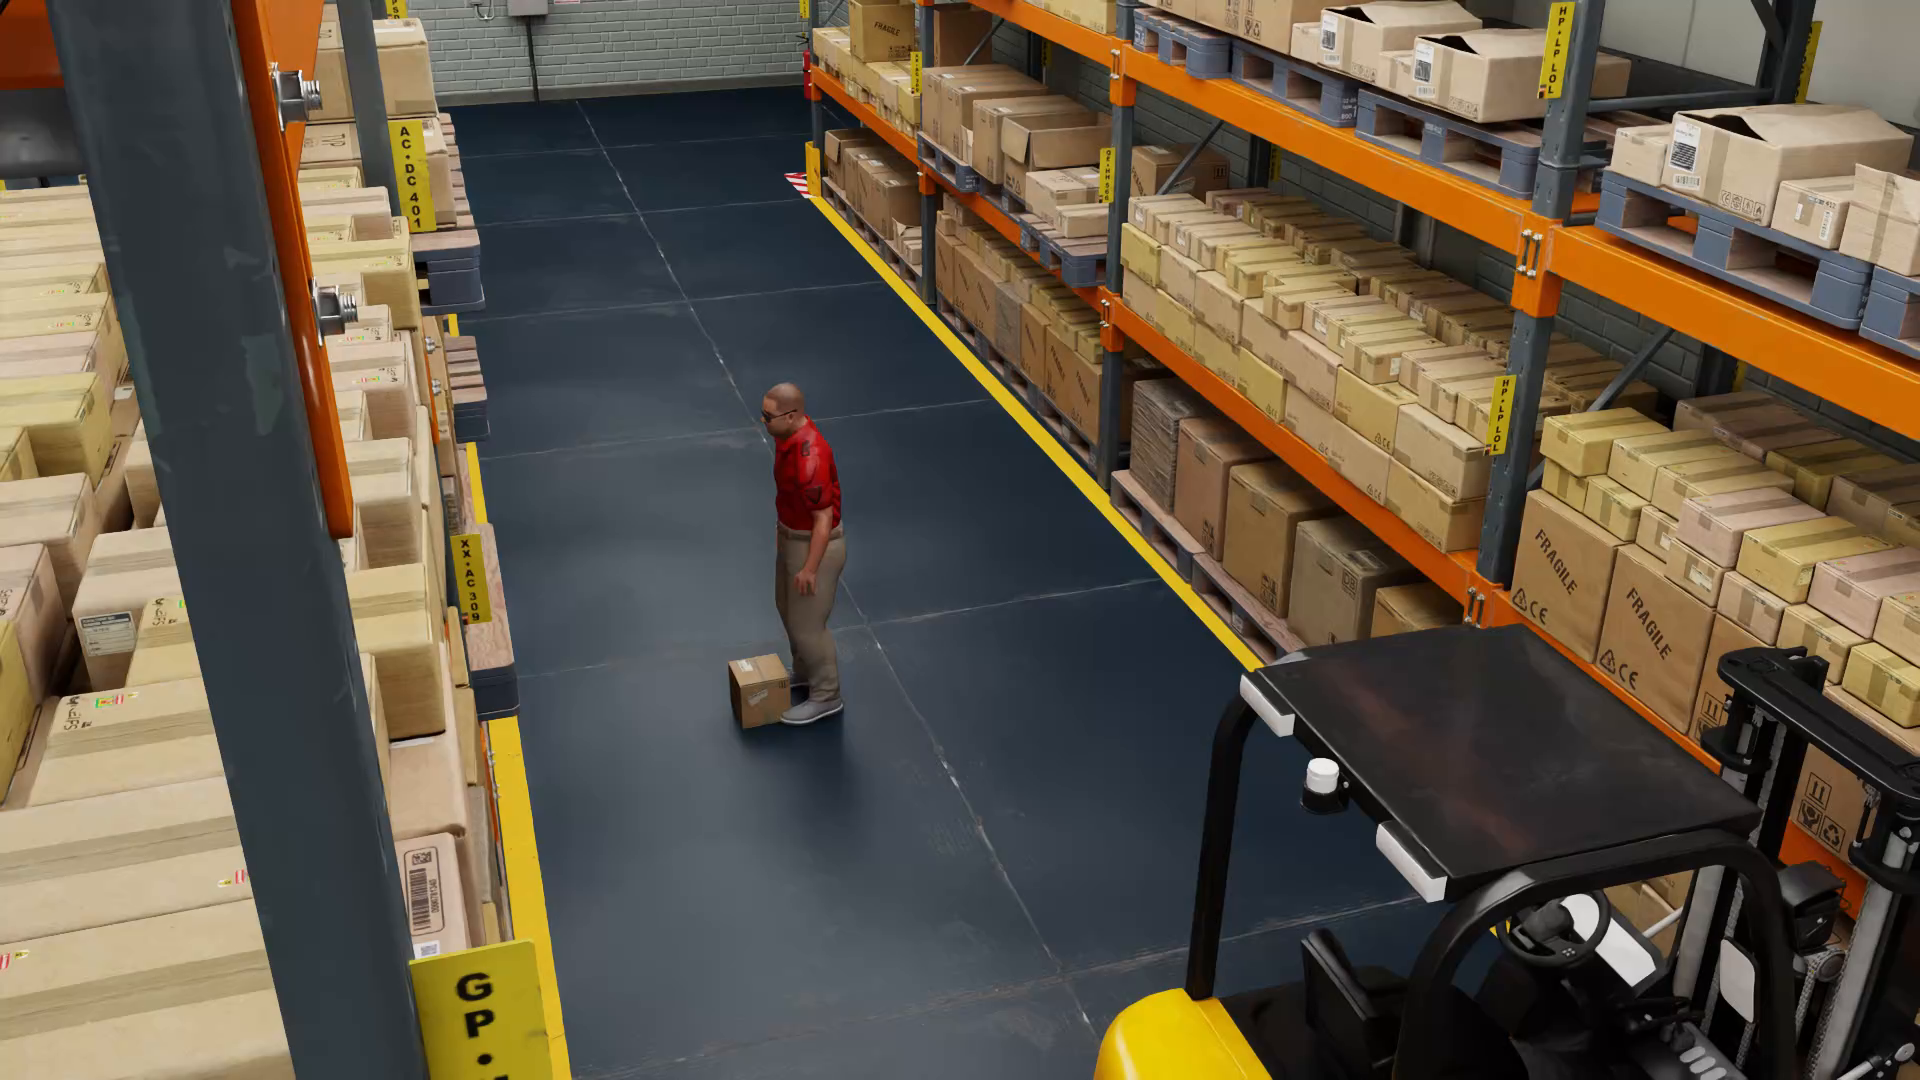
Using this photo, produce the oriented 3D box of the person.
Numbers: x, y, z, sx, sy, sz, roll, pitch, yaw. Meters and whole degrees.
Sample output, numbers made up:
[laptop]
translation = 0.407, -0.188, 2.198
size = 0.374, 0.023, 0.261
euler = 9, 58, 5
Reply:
[person]
translation = -0.762, 0.045, 8.037
size = 0.394, 1.727, 0.587
euler = -8, 27, -16
